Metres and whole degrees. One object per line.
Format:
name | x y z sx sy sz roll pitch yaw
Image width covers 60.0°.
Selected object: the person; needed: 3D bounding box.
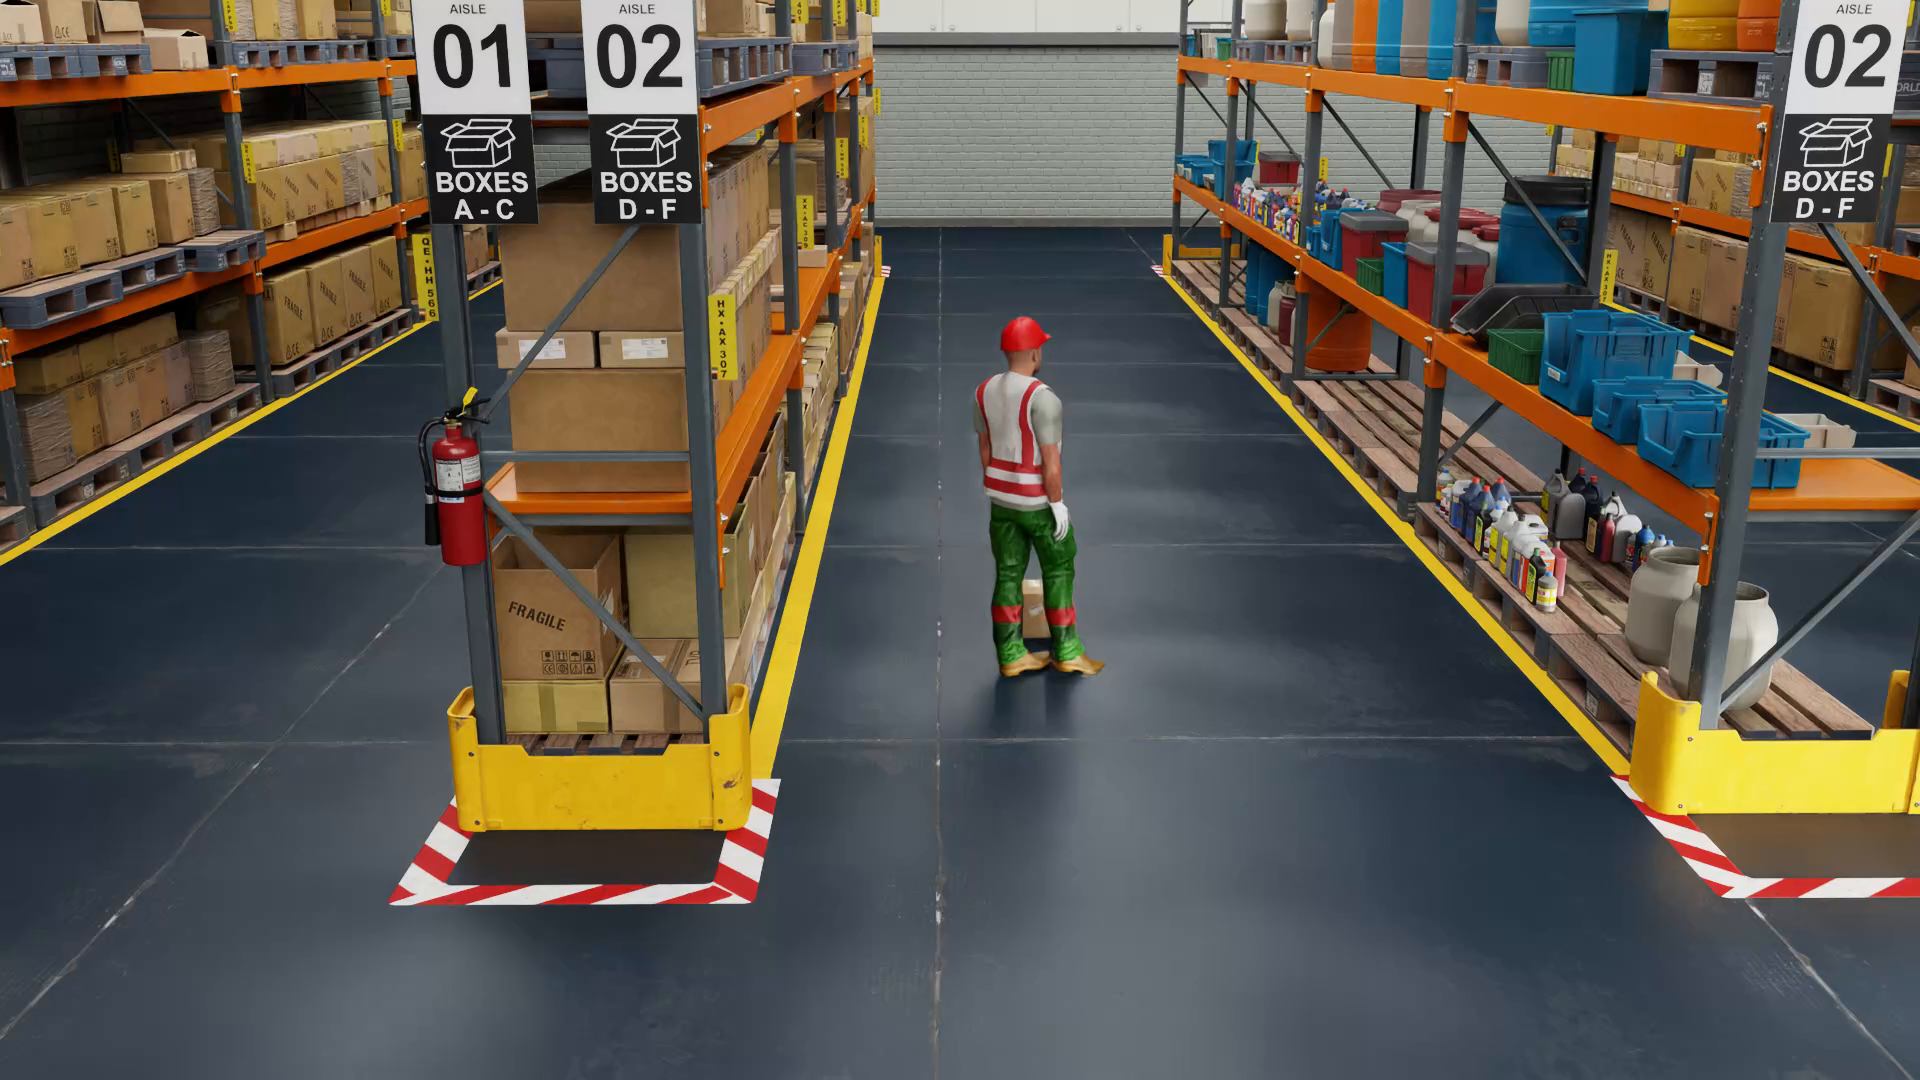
person | 0.384 -0.204 8.186 0.558 1.815 0.522 15 22 40
